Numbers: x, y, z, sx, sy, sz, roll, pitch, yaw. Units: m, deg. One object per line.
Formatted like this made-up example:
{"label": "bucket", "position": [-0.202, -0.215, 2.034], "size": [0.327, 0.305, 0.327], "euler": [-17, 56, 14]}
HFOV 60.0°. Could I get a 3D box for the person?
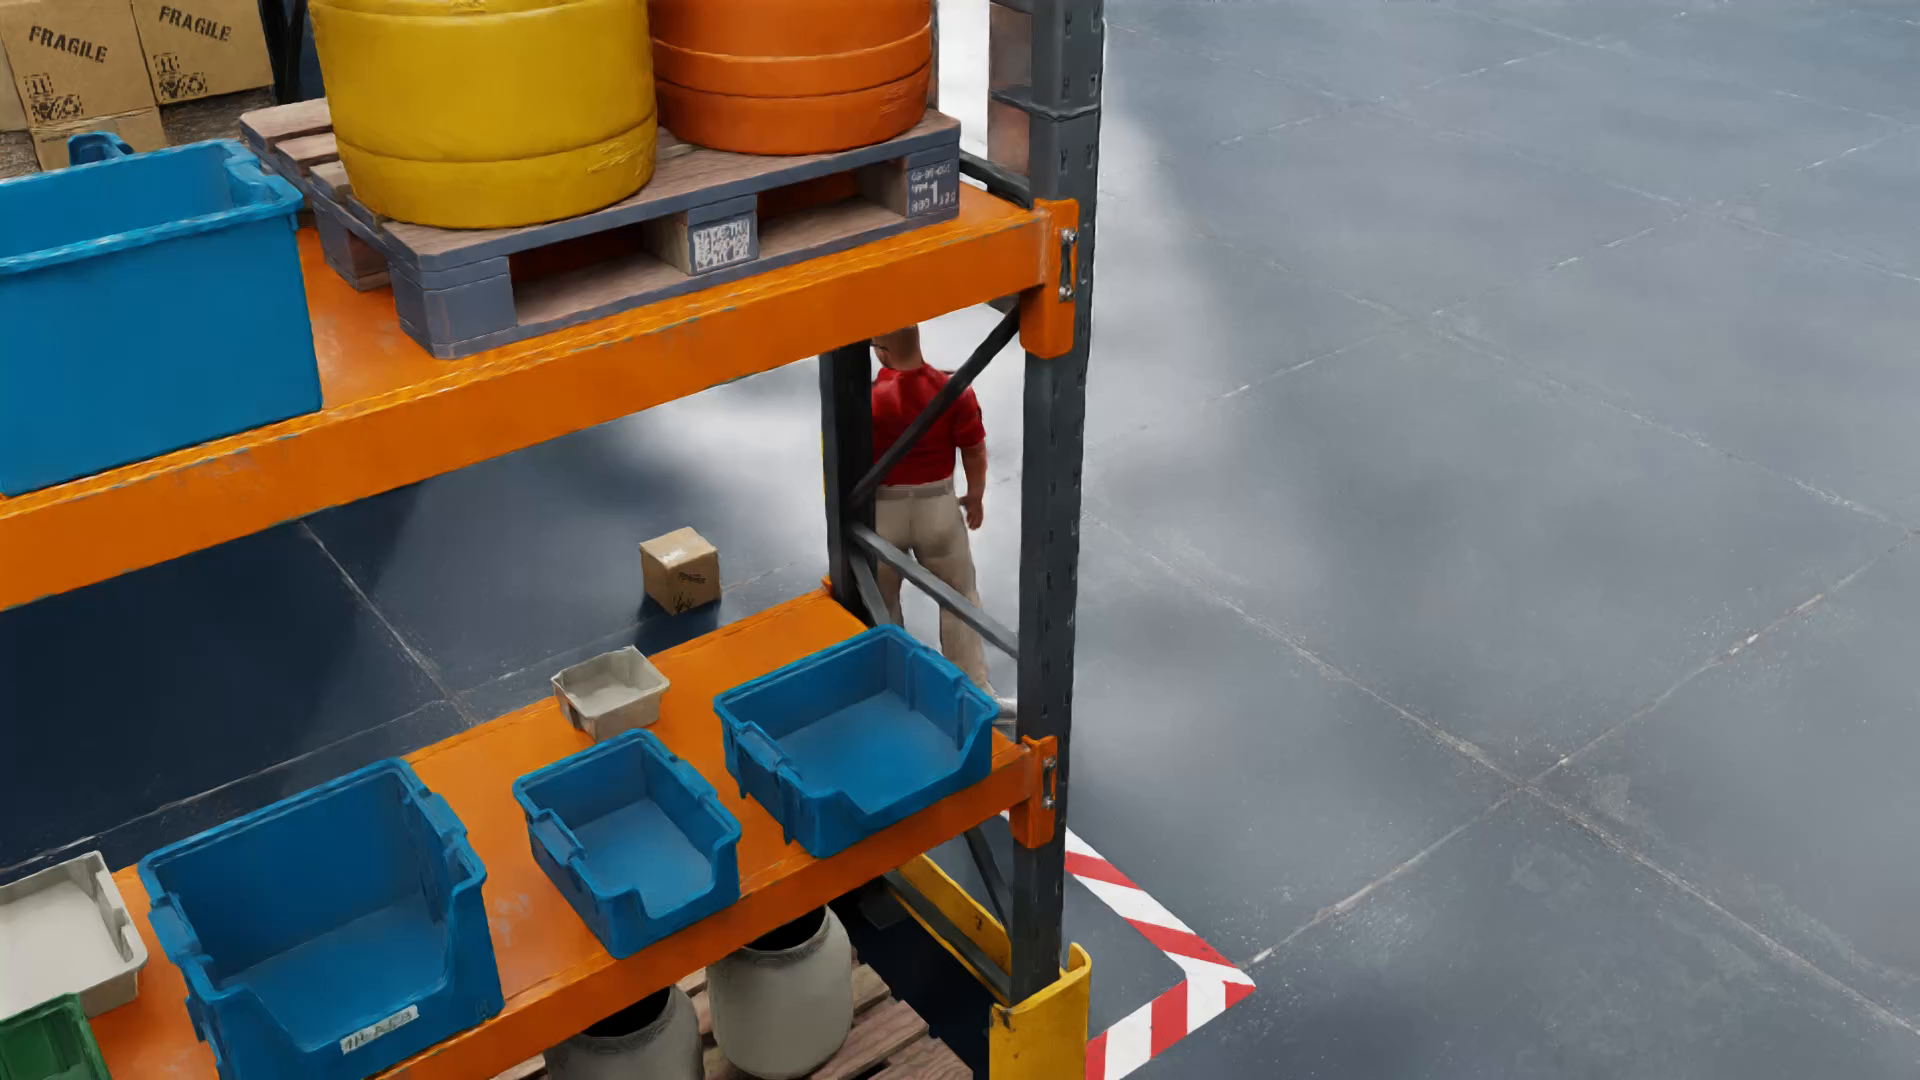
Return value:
{"label": "person", "position": [-0.090, -0.073, 6.268], "size": [0.722, 1.723, 0.501], "euler": [-7, 33, -11]}
